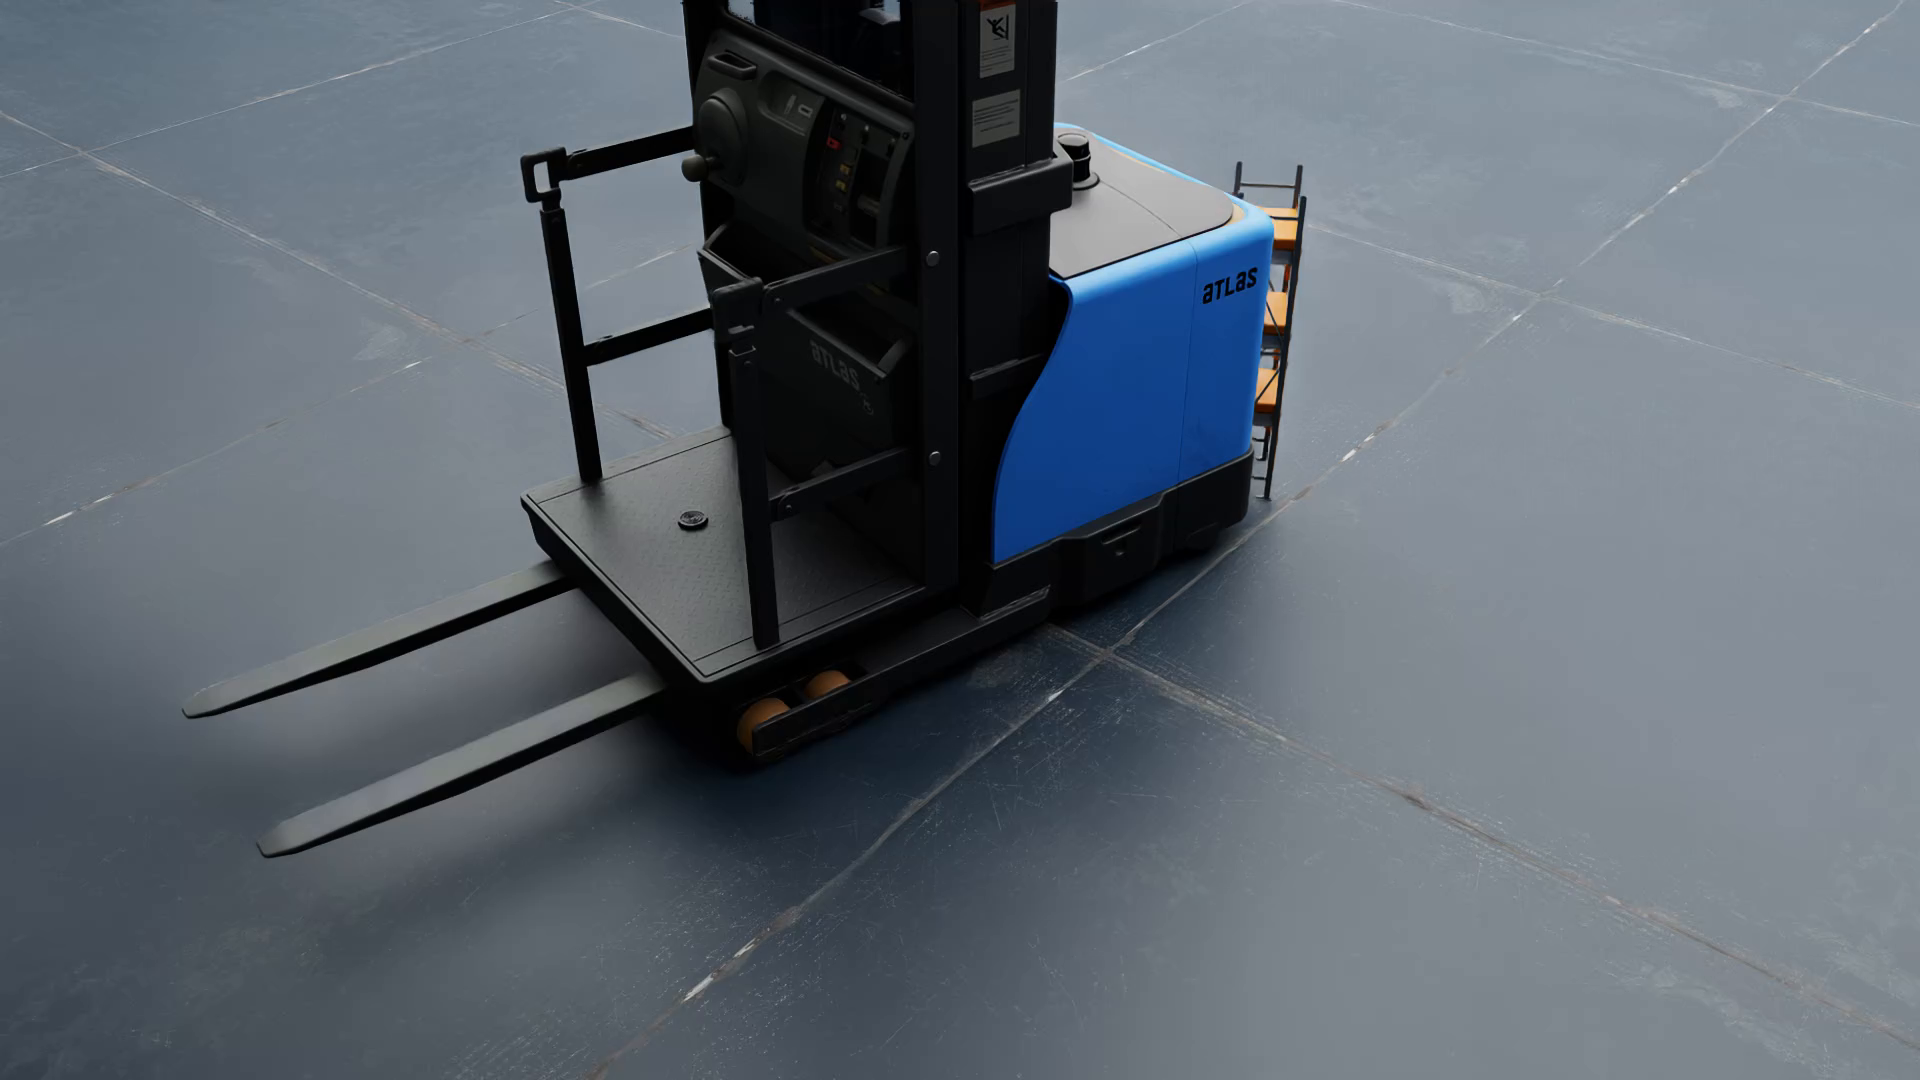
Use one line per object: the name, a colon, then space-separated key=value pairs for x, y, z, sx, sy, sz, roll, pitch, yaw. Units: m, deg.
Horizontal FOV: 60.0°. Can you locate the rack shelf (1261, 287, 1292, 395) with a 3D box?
rack shelf: x=0.929 y=-0.637 z=5.269 sx=0.215 sy=0.259 sz=0.240 roll=4 pitch=35 yaw=6

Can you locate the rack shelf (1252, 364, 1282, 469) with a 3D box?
rack shelf: x=0.929 y=-0.408 z=5.426 sx=0.215 sy=0.259 sz=0.240 roll=4 pitch=35 yaw=6

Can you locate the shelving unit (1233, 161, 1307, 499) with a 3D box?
shelving unit: x=0.929 y=-0.646 z=5.263 sx=0.215 sy=1.050 sz=0.252 roll=4 pitch=35 yaw=6

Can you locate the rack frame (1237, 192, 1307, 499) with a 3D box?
rack frame: x=0.914 y=-0.578 z=5.163 sx=0.200 sy=1.050 sz=0.008 roll=4 pitch=35 yaw=6

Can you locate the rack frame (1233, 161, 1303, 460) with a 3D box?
rack frame: x=0.944 y=-0.715 z=5.363 sx=0.200 sy=1.050 sz=0.008 roll=4 pitch=35 yaw=6

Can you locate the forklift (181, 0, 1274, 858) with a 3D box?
forklift: x=-0.576 y=-0.963 z=4.063 sx=3.031 sy=2.935 sz=1.130 roll=-23 pitch=41 yaw=-30

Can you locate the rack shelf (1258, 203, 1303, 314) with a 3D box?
rack shelf: x=0.929 y=-0.872 z=5.109 sx=0.215 sy=0.259 sz=0.240 roll=4 pitch=35 yaw=6
